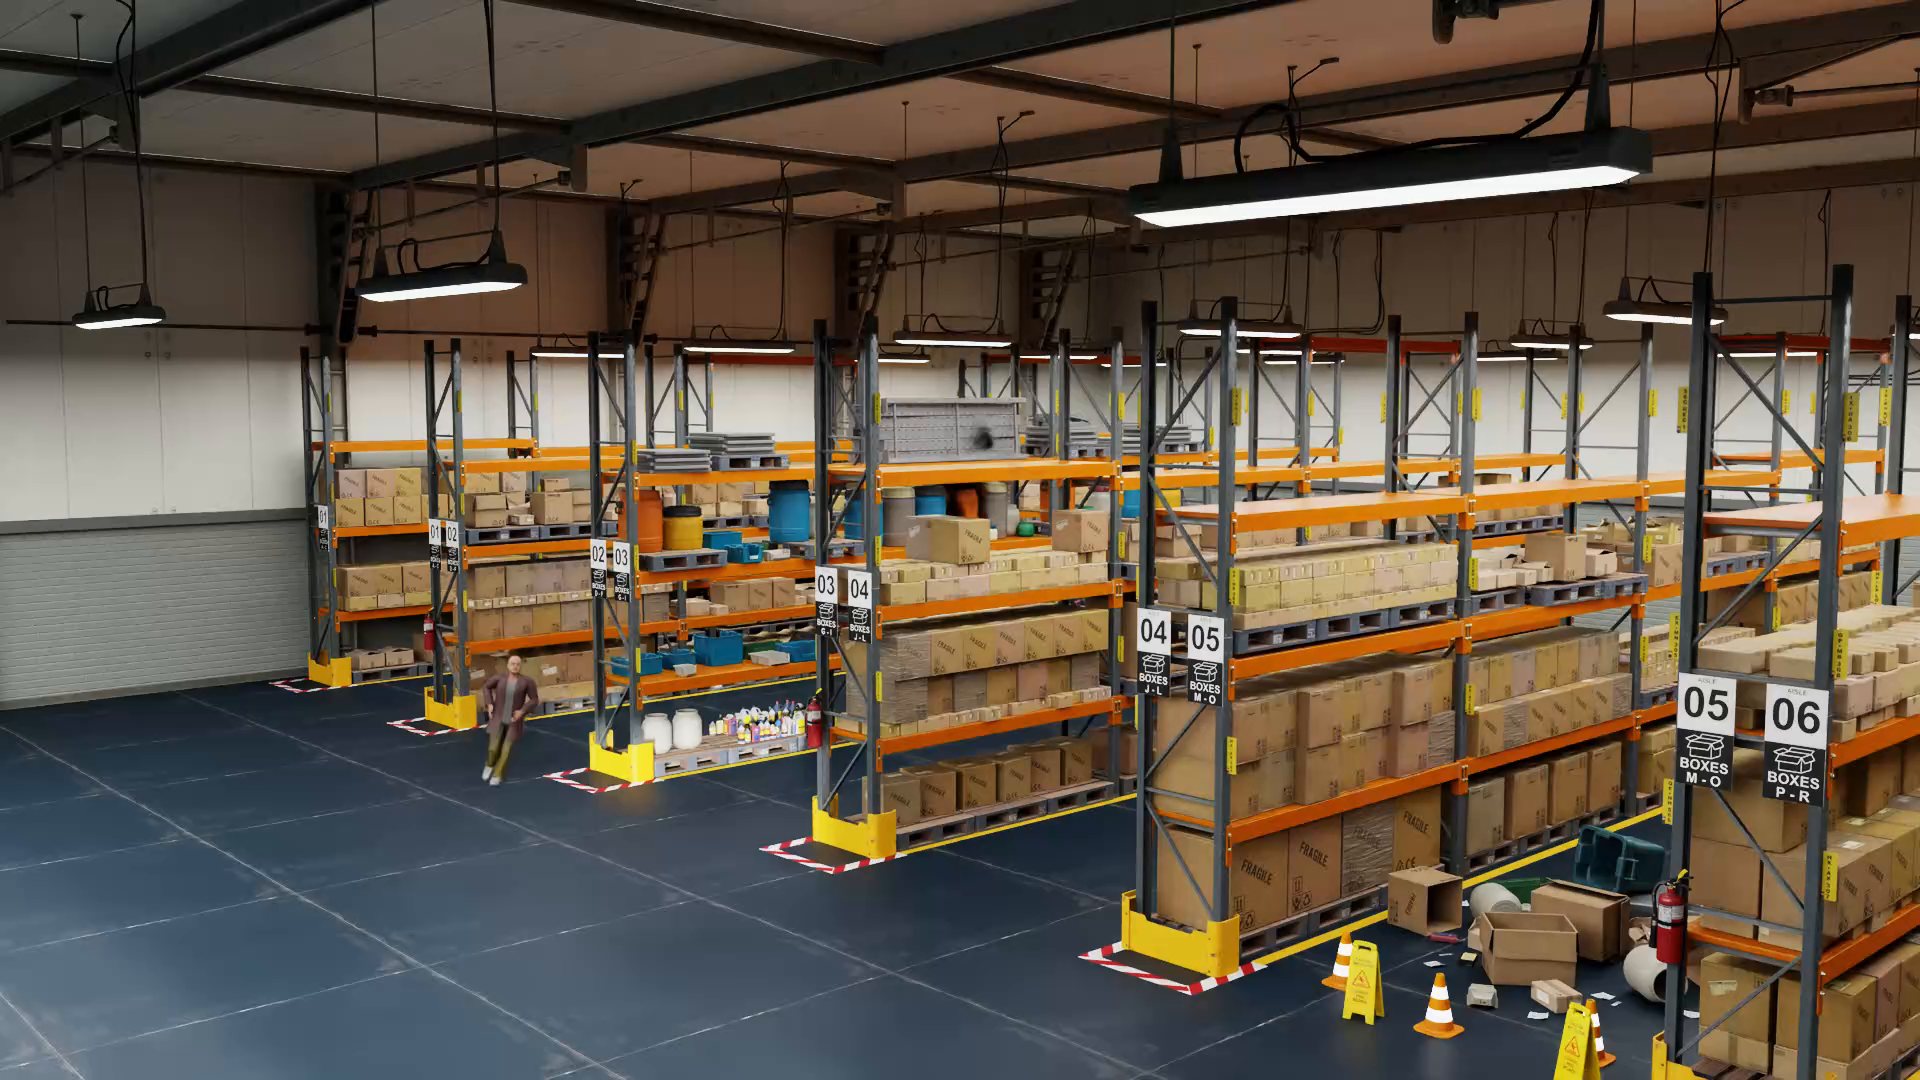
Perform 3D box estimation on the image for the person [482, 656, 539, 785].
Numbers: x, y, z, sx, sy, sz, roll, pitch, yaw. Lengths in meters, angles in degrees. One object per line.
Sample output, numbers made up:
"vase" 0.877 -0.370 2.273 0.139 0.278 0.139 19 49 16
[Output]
"person" -5.948 2.386 21.960 0.759 1.710 0.590 -1 5 -12
